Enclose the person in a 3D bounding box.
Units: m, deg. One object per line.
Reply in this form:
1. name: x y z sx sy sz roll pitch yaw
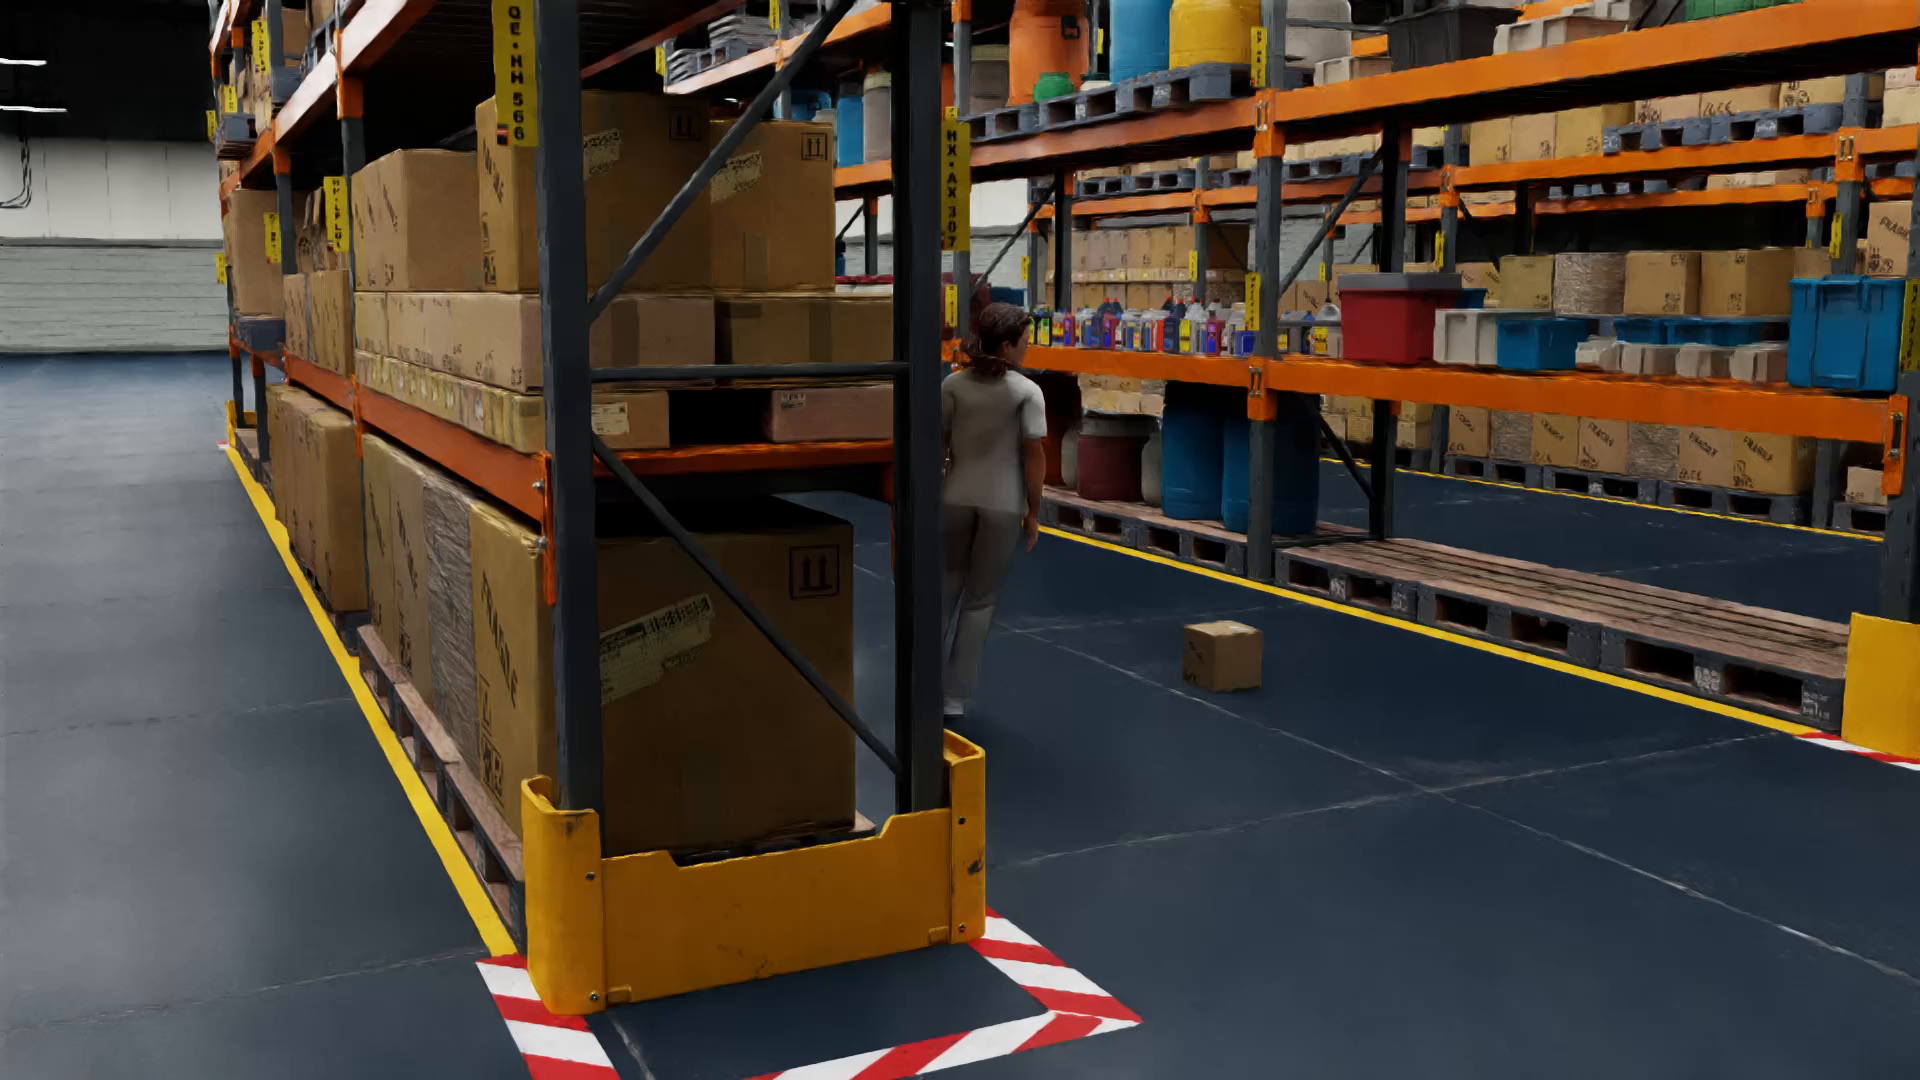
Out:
1. person: 0.079 -0.112 6.610 0.565 1.659 0.485 2 9 11
